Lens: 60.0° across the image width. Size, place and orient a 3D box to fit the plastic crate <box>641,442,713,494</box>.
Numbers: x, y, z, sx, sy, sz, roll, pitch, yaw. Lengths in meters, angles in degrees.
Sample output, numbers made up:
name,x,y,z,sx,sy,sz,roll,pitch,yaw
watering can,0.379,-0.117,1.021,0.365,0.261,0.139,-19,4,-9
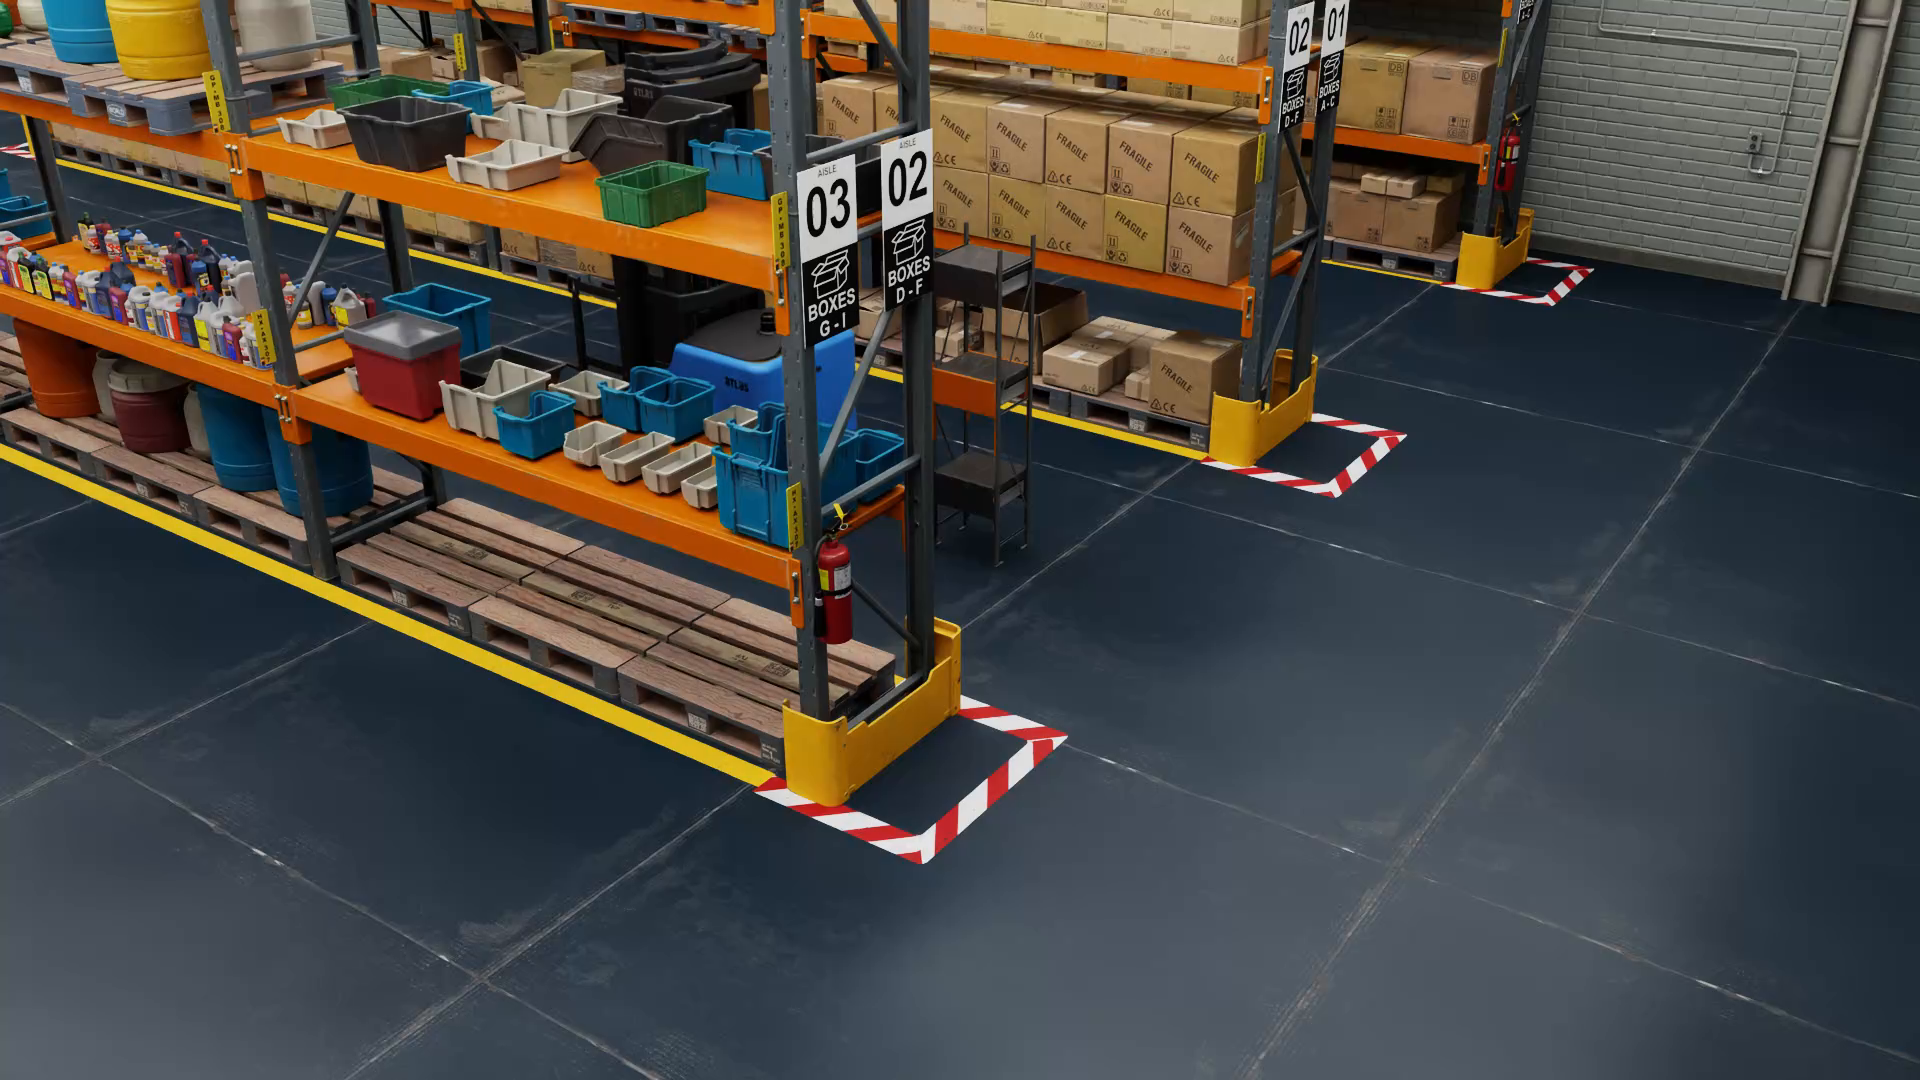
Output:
name,x,y,z,sx,sy,sz,roll,pitch,yaw
plastic crate,-1.475,-0.373,8.675,0.243,0.136,0.396,17,32,30

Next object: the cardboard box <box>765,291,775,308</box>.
name,x,y,z,sx,sy,sz,roll,pitch,yaw
cardboard box,-1.528,-2.222,14.355,0.500,0.500,0.500,17,32,30

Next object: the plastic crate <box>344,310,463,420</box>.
name,x,y,z,sx,sy,sz,roll,pitch,yaw
plastic crate,-3.172,-1.002,9.549,0.583,0.464,0.402,17,32,30

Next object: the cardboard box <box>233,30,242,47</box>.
name,x,y,z,sx,sy,sz,roll,pitch,yaw
cardboard box,-7.923,-5.331,18.082,0.500,0.500,0.700,16,31,29

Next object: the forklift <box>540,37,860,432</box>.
name,x,y,z,sx,sy,sz,roll,pitch,yaw
forklift,-2.202,-2.051,11.823,3.031,2.935,1.130,19,32,32

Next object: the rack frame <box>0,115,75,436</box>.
name,x,y,z,sx,sy,sz,roll,pitch,yaw
rack frame,-7.064,-2.297,12.230,0.127,3.000,1.000,17,32,30

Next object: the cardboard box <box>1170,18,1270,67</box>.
name,x,y,z,sx,sy,sz,roll,pitch,yaw
cardboard box,1.765,-3.397,11.250,0.500,0.250,0.500,17,32,30

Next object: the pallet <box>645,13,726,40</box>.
name,x,y,z,sx,sy,sz,roll,pitch,yaw
pallet,-3.109,-6.408,20.521,1.213,0.211,1.003,17,32,30

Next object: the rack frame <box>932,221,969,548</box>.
name,x,y,z,sx,sy,sz,roll,pitch,yaw
rack frame,-0.065,-0.956,10.587,0.015,2.100,0.400,17,32,30

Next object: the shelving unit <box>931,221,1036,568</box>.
name,x,y,z,sx,sy,sz,roll,pitch,yaw
shelving unit,0.136,-0.893,10.464,0.503,2.100,0.431,17,32,30

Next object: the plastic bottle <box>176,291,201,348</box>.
name,x,y,z,sx,sy,sz,roll,pitch,yaw
plastic bottle,-4.862,-1.409,10.540,0.185,0.351,0.144,17,32,30

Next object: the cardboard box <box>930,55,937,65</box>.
name,x,y,z,sx,sy,sz,roll,pitch,yaw
cardboard box,-0.238,-5.407,18.596,0.250,0.149,0.380,18,32,31

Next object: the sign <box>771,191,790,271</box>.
name,x,y,z,sx,sy,sz,roll,pitch,yaw
sign,-0.767,-1.323,7.125,0.005,0.325,0.100,17,32,30

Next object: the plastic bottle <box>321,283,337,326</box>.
name,x,y,z,sx,sy,sz,roll,pitch,yaw
plastic bottle,-4.123,-1.548,10.901,0.097,0.271,0.097,0,27,0

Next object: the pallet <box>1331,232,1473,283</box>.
name,x,y,z,sx,sy,sz,roll,pitch,yaw
pallet,4.436,-2.880,16.450,1.213,0.211,1.003,17,32,30

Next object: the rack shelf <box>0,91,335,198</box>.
name,x,y,z,sx,sy,sz,roll,pitch,yaw
rack shelf,-5.415,-2.800,10.704,4.000,0.370,1.077,17,32,30

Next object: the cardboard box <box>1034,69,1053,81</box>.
name,x,y,z,sx,sy,sz,roll,pitch,yaw
cardboard box,0.994,-4.991,17.779,0.250,0.149,0.380,18,32,32

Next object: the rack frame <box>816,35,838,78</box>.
name,x,y,z,sx,sy,sz,roll,pitch,yaw
rack frame,-1.455,-6.001,19.508,0.127,3.000,1.000,17,32,30

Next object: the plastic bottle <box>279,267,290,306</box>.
name,x,y,z,sx,sy,sz,roll,pitch,yaw
plastic bottle,-4.559,-1.700,11.185,0.133,0.283,0.061,17,32,30

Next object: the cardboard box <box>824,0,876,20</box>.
name,x,y,z,sx,sy,sz,roll,pitch,yaw
cardboard box,-0.698,-4.173,12.775,0.500,0.250,0.500,17,32,30

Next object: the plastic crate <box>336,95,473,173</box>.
name,x,y,z,sx,sy,sz,roll,pitch,yaw
plastic crate,-2.898,-2.127,8.733,0.590,0.269,0.497,17,32,30

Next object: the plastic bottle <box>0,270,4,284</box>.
name,x,y,z,sx,sy,sz,roll,pitch,yaw
plastic bottle,-6.730,-1.911,11.692,0.097,0.201,0.097,0,27,0

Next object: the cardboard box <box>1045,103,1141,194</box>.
name,x,y,z,sx,sy,sz,roll,pitch,yaw
cardboard box,0.969,-2.856,12.116,0.500,0.500,0.500,18,32,32

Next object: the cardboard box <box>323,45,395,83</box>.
name,x,y,z,sx,sy,sz,roll,pitch,yaw
cardboard box,-6.082,-4.752,16.945,0.500,0.500,0.500,17,32,30

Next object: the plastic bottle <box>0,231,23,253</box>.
name,x,y,z,sx,sy,sz,roll,pitch,yaw
plastic bottle,-6.804,-2.067,11.914,0.135,0.276,0.152,17,32,30

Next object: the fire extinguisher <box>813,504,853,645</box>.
name,x,y,z,sx,sy,sz,roll,pitch,yaw
fire extinguisher,-0.602,0.167,7.886,0.183,0.674,0.296,17,32,30

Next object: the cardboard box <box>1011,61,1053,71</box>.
name,x,y,z,sx,sy,sz,roll,pitch,yaw
cardboard box,0.893,-5.311,17.693,0.500,0.500,0.500,18,32,31

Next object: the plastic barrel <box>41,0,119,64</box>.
name,x,y,z,sx,sy,sz,roll,pitch,yaw
plastic barrel,-5.260,-3.398,10.072,0.708,0.901,0.600,17,32,30

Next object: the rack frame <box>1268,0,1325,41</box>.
name,x,y,z,sx,sy,sz,roll,pitch,yaw
rack frame,2.338,-4.767,10.470,0.127,3.000,1.000,17,32,30

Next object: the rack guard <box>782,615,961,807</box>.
name,x,y,z,sx,sy,sz,roll,pitch,yaw
rack guard,-0.442,0.873,8.758,0.348,0.500,1.175,17,32,30

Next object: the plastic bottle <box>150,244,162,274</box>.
name,x,y,z,sx,sy,sz,roll,pitch,yaw
plastic bottle,-5.732,-2.018,11.902,0.097,0.201,0.097,0,27,0

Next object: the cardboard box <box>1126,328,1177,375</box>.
name,x,y,z,sx,sy,sz,roll,pitch,yaw
cardboard box,1.639,-1.438,13.090,0.500,0.250,0.500,17,32,30

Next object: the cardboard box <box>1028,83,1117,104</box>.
name,x,y,z,sx,sy,sz,roll,pitch,yaw
cardboard box,0.858,-3.188,12.769,0.500,0.500,0.500,17,32,30

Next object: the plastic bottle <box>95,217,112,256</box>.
name,x,y,z,sx,sy,sz,roll,pitch,yaw
plastic bottle,-6.298,-2.241,12.250,0.133,0.283,0.061,17,32,30

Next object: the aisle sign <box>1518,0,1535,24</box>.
name,x,y,z,sx,sy,sz,roll,pitch,yaw
aisle sign,5.029,-4.974,14.625,0.004,0.787,0.394,17,32,30

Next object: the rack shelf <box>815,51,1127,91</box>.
name,x,y,z,sx,sy,sz,roll,pitch,yaw
rack shelf,0.194,-5.167,18.662,4.000,0.370,1.077,17,32,30

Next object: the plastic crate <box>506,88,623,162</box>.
name,x,y,z,sx,sy,sz,roll,pitch,yaw
plastic crate,-2.121,-2.211,8.885,0.530,0.282,0.437,17,32,30

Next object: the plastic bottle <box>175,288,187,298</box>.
name,x,y,z,sx,sy,sz,roll,pitch,yaw
plastic bottle,-5.047,-1.502,10.810,0.097,0.271,0.097,0,27,0

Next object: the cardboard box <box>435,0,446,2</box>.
name,x,y,z,sx,sy,sz,roll,pitch,yaw
cardboard box,-6.974,-7.492,22.582,0.500,0.250,0.500,17,31,30

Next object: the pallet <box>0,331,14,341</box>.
name,x,y,z,sx,sy,sz,roll,pitch,yaw
pallet,-8.682,-1.581,13.898,1.213,0.211,1.003,17,32,30

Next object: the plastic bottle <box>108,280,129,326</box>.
name,x,y,z,sx,sy,sz,roll,pitch,yaw
plastic bottle,-5.510,-1.558,10.907,0.133,0.283,0.061,17,32,30

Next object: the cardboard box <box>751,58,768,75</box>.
name,x,y,z,sx,sy,sz,roll,pitch,yaw
cardboard box,-2.512,-5.752,20.464,0.500,0.250,0.500,18,32,31

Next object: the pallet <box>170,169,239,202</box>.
name,x,y,z,sx,sy,sz,roll,pitch,yaw
pallet,-8.185,-4.152,18.950,1.213,0.211,1.003,17,32,30

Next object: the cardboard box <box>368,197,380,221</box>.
name,x,y,z,sx,sy,sz,roll,pitch,yaw
cardboard box,-5.668,-3.415,16.995,0.500,0.250,0.500,18,32,31

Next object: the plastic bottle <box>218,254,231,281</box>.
name,x,y,z,sx,sy,sz,roll,pitch,yaw
plastic bottle,-5.047,-1.836,11.467,0.097,0.271,0.097,0,27,0

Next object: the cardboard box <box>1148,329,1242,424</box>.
name,x,y,z,sx,sy,sz,roll,pitch,yaw
cardboard box,1.751,-1.223,12.391,0.500,0.500,0.500,17,32,30

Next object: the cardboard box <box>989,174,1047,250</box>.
name,x,y,z,sx,sy,sz,roll,pitch,yaw
cardboard box,0.562,-2.543,12.603,0.500,0.500,0.500,17,31,30

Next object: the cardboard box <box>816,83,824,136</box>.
name,x,y,z,sx,sy,sz,roll,pitch,yaw
cardboard box,-1.223,-3.558,14.134,0.500,0.500,0.700,7,28,13

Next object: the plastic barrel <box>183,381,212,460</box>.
name,x,y,z,sx,sy,sz,roll,pitch,yaw
plastic barrel,-5.204,-0.855,11.676,0.421,0.512,0.421,0,27,0

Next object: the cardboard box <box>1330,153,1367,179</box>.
name,x,y,z,sx,sy,sz,roll,pitch,yaw
cardboard box,3.888,-3.753,16.669,0.250,0.149,0.380,18,32,31

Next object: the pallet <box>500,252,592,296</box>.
name,x,y,z,sx,sy,sz,roll,pitch,yaw
pallet,-3.662,-2.699,16.095,1.213,0.211,1.003,17,32,30

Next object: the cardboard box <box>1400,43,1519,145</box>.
name,x,y,z,sx,sy,sz,roll,pitch,yaw
cardboard box,4.714,-4.207,15.654,0.700,0.700,0.980,19,33,33

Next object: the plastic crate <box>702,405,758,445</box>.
name,x,y,z,sx,sy,sz,roll,pitch,yaw
plastic crate,-1.263,-0.626,9.171,0.298,0.136,0.250,17,32,30

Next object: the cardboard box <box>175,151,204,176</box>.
name,x,y,z,sx,sy,sz,roll,pitch,yaw
cardboard box,-8.466,-4.306,18.747,0.500,0.250,0.500,17,32,30

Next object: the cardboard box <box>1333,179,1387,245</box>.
name,x,y,z,sx,sy,sz,roll,pitch,yaw
cardboard box,4.094,-3.290,16.475,0.500,0.500,0.700,17,32,30

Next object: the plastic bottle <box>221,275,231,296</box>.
name,x,y,z,sx,sy,sz,roll,pitch,yaw
plastic bottle,-4.942,-1.688,11.254,0.097,0.201,0.097,0,27,0

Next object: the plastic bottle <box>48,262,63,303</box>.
name,x,y,z,sx,sy,sz,roll,pitch,yaw
plastic bottle,-6.128,-1.755,11.308,0.097,0.271,0.097,0,27,0
